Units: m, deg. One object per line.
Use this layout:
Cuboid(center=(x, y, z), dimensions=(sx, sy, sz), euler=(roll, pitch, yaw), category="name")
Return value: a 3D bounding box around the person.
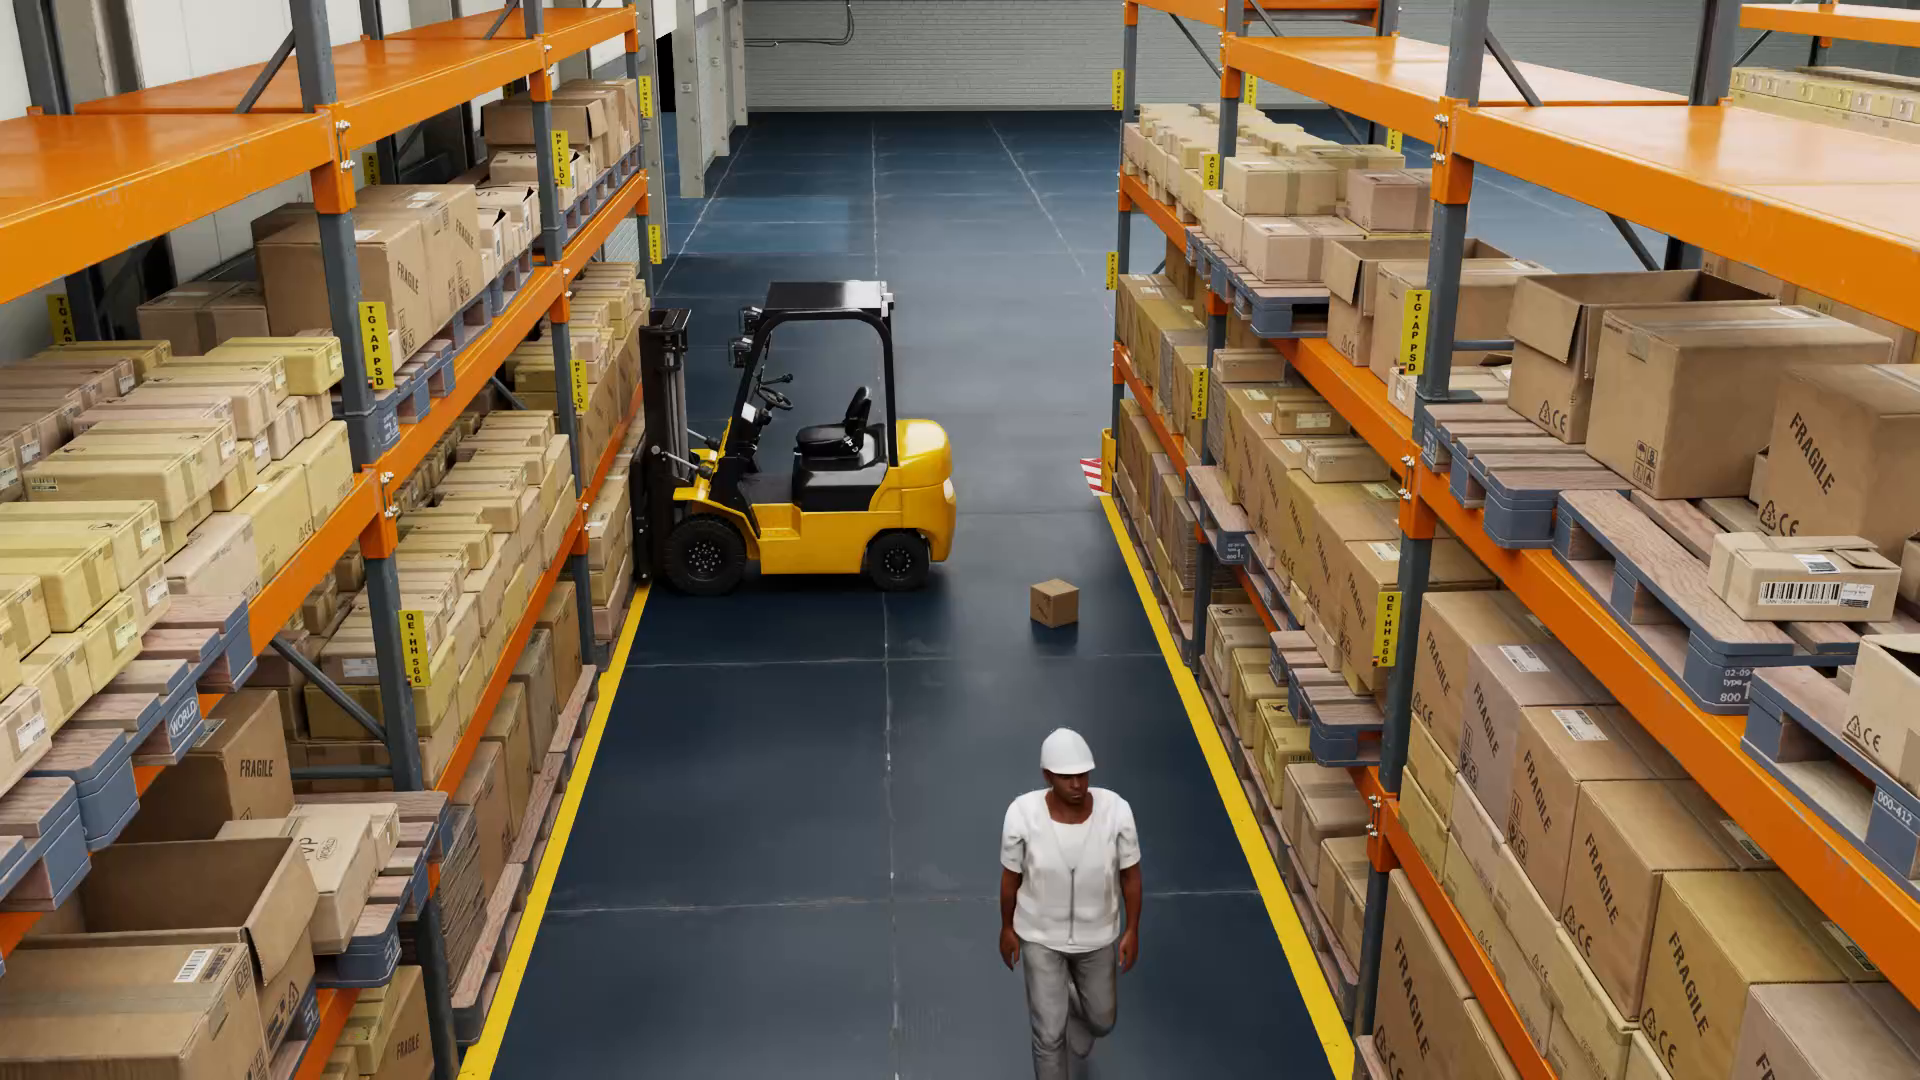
Cuboid(center=(0.450, 1.570, 6.771), dimensions=(0.575, 1.744, 0.806), euler=(-1, 20, -3), category="person")
